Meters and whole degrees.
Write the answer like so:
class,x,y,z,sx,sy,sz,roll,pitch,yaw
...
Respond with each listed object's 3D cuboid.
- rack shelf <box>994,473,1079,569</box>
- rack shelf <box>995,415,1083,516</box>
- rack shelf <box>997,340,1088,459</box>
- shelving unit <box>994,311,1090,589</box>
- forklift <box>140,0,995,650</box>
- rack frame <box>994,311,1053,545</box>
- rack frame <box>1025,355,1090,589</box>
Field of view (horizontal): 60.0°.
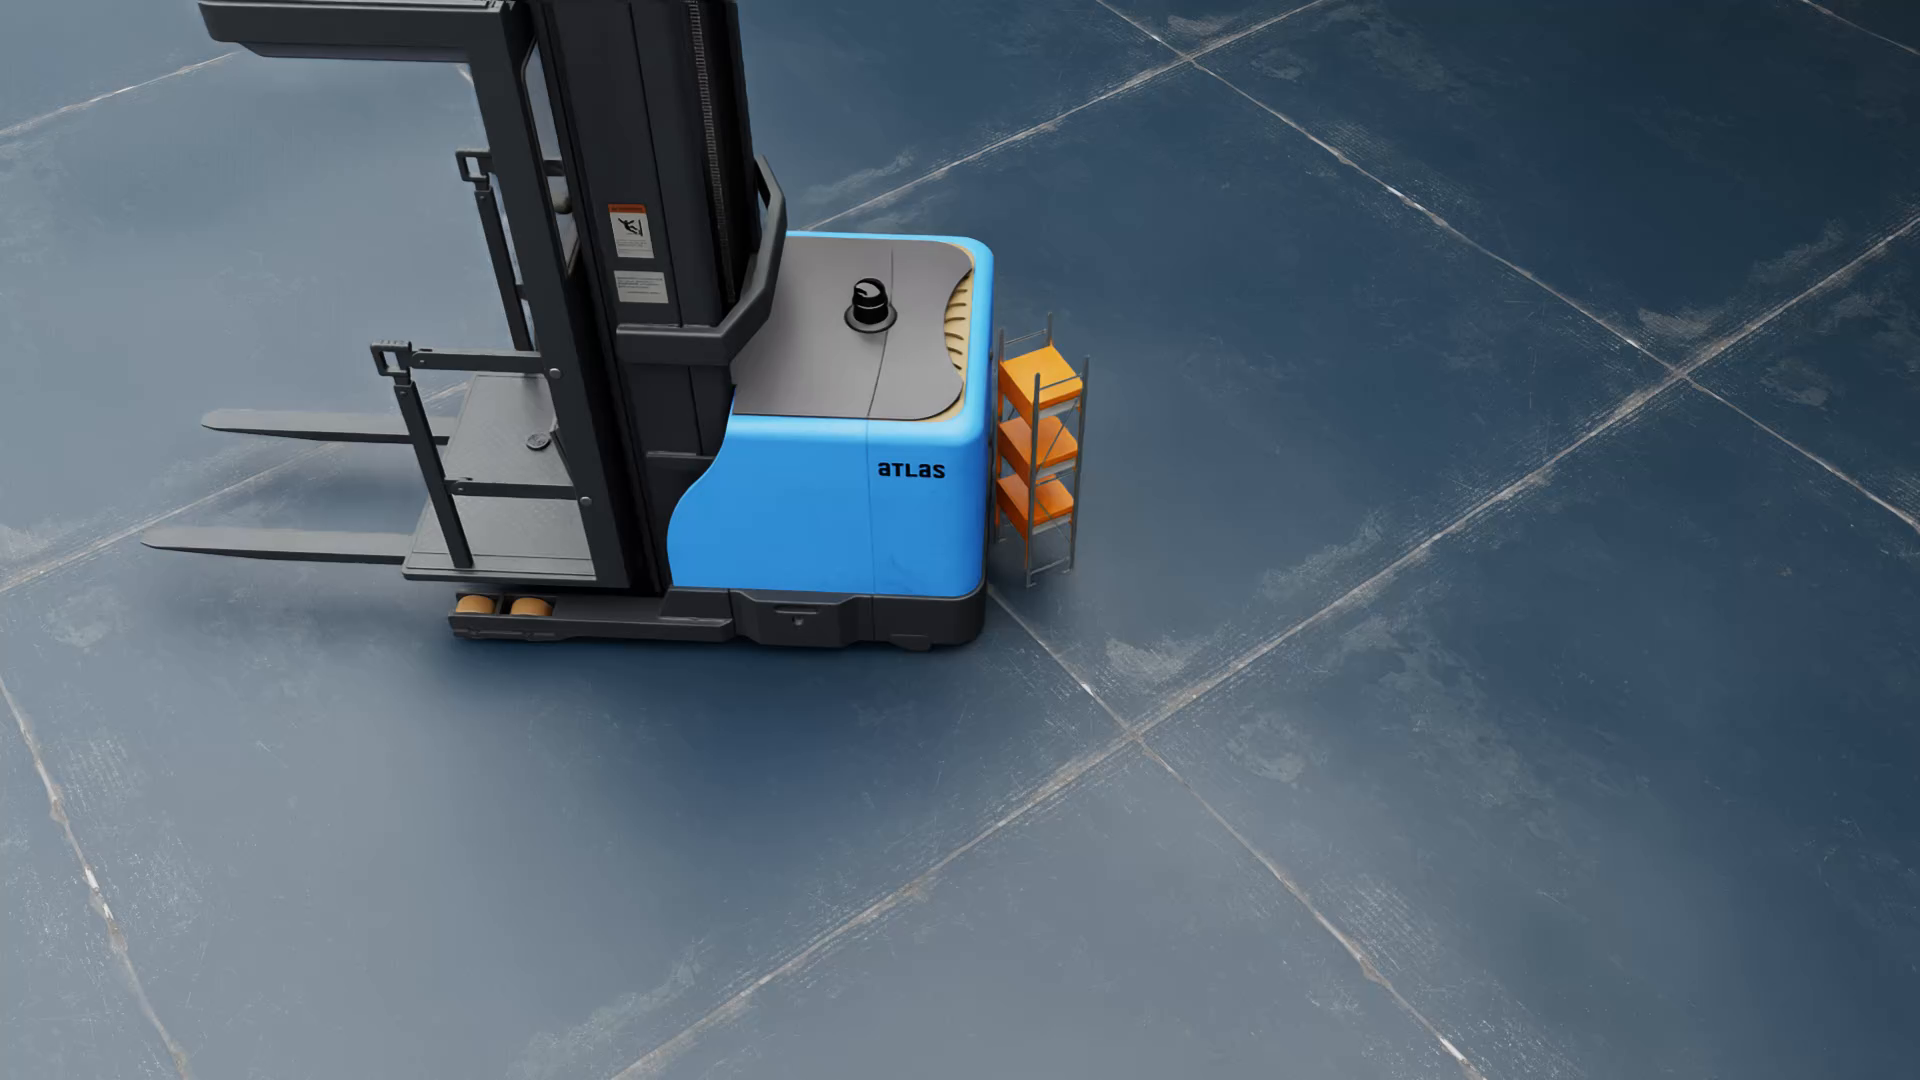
class,x,y,z,sx,sy,sz,roll,pitch,yaw
rack shelf,0.274,-0.097,6.018,0.215,0.259,0.240,-21,51,-18
rack shelf,0.274,-0.283,5.813,0.215,0.259,0.240,-21,51,-18
rack shelf,0.274,-0.474,5.602,0.215,0.259,0.240,-21,51,-18
shelving unit,0.274,-0.290,5.805,0.215,1.050,0.252,-21,51,-18
forklift,-1.405,-1.014,5.191,3.031,2.935,1.130,2,48,2
rack frame,0.219,-0.371,5.878,0.200,1.050,0.008,-21,51,-18
rack frame,0.330,-0.210,5.732,0.200,1.050,0.008,-21,51,-18
